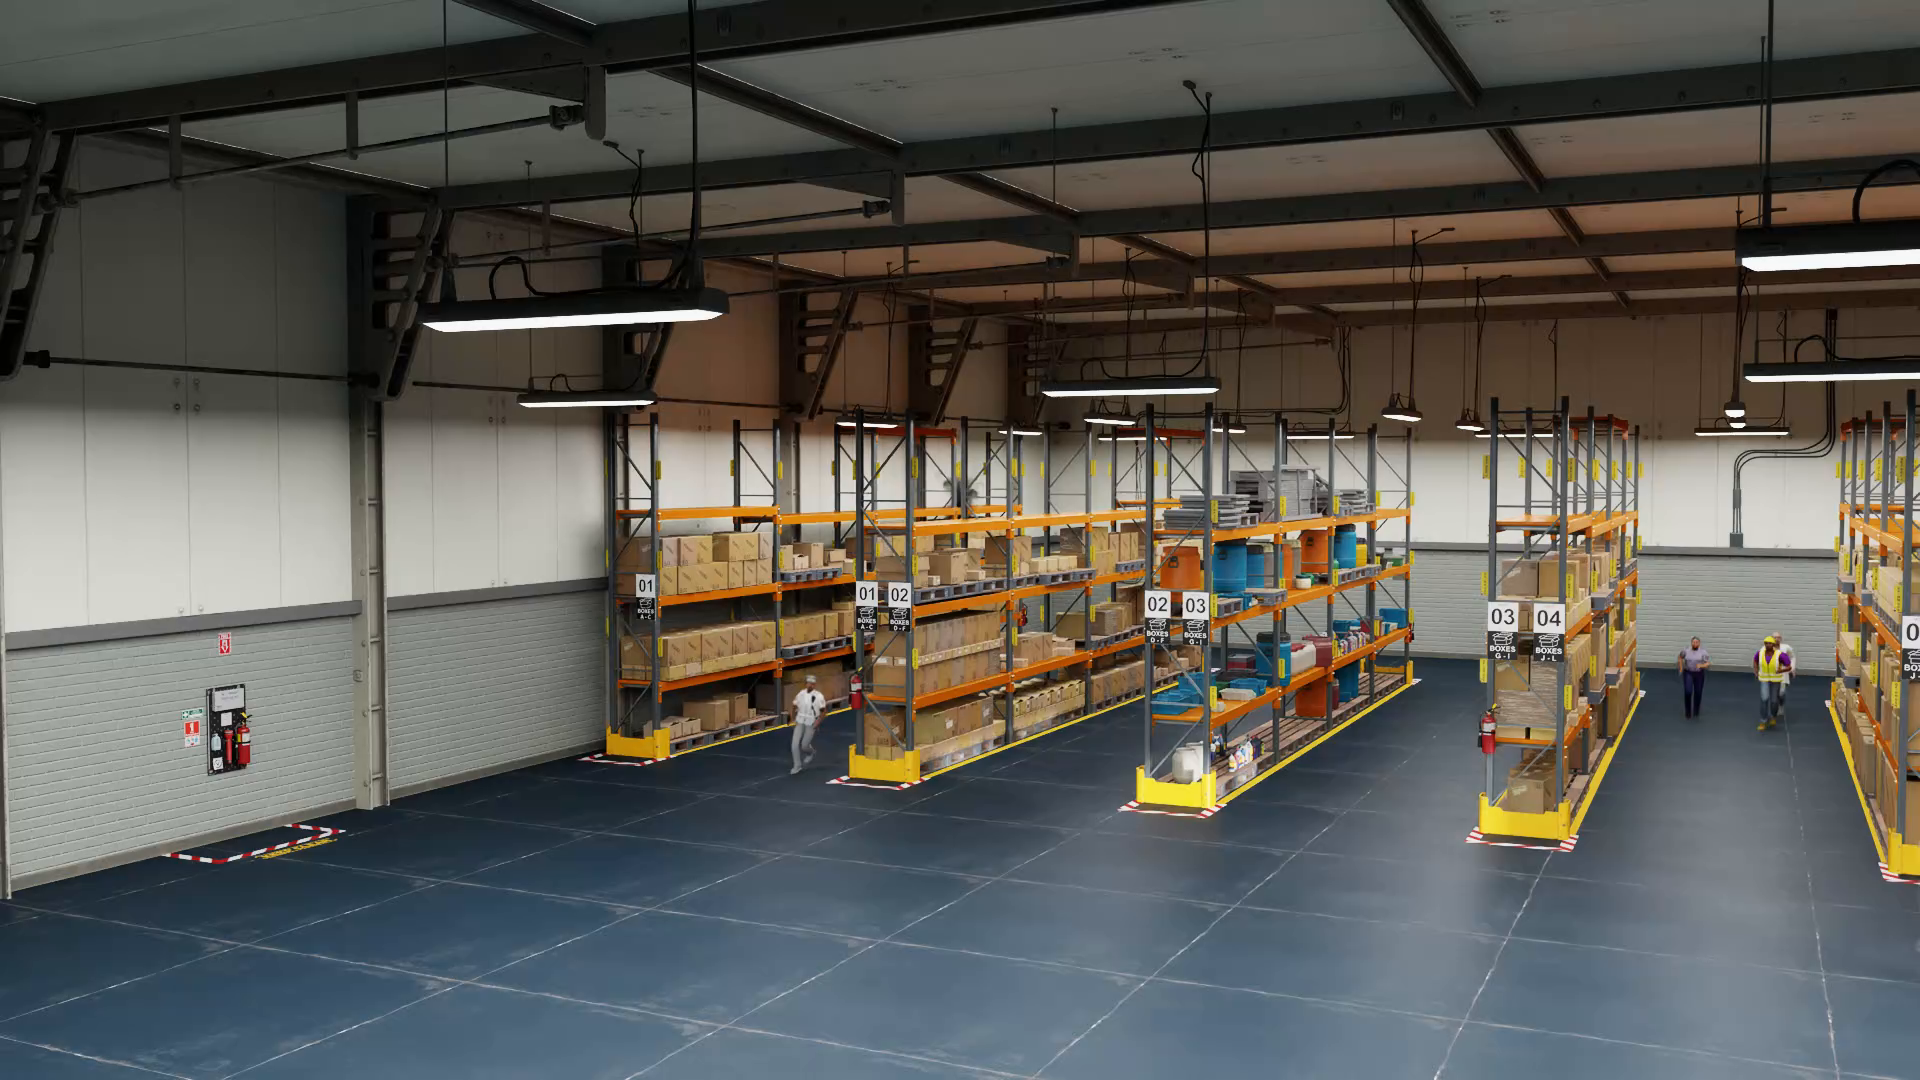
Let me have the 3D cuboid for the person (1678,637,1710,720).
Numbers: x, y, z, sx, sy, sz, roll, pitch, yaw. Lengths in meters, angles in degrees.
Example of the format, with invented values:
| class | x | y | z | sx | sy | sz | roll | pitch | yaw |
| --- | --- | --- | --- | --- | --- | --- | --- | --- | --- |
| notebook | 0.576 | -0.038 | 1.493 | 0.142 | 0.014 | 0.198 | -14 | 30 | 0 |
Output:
| class | x | y | z | sx | sy | sz | roll | pitch | yaw |
| --- | --- | --- | --- | --- | --- | --- | --- | --- | --- |
| person | 14.773 | 2.790 | 33.466 | 0.573 | 1.676 | 0.796 | 1 | 3 | 21 |

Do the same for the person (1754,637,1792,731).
| class | x | y | z | sx | sy | sz | roll | pitch | yaw |
| --- | --- | --- | --- | --- | --- | --- | --- | --- | --- |
| person | 15.701 | 2.764 | 32.149 | 0.687 | 1.815 | 0.806 | 1 | 3 | 31 |

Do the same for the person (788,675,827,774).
| class | x | y | z | sx | sy | sz | roll | pitch | yaw |
| --- | --- | --- | --- | --- | --- | --- | --- | --- | --- |
| person | -2.518 | 3.047 | 27.560 | 0.619 | 1.637 | 0.510 | 1 | 2 | 16 |

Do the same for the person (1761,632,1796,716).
| class | x | y | z | sx | sy | sz | roll | pitch | yaw |
| --- | --- | --- | --- | --- | --- | --- | --- | --- | --- |
| person | 16.456 | 2.721 | 33.498 | 0.688 | 1.733 | 0.734 | 1 | 3 | 25 |
